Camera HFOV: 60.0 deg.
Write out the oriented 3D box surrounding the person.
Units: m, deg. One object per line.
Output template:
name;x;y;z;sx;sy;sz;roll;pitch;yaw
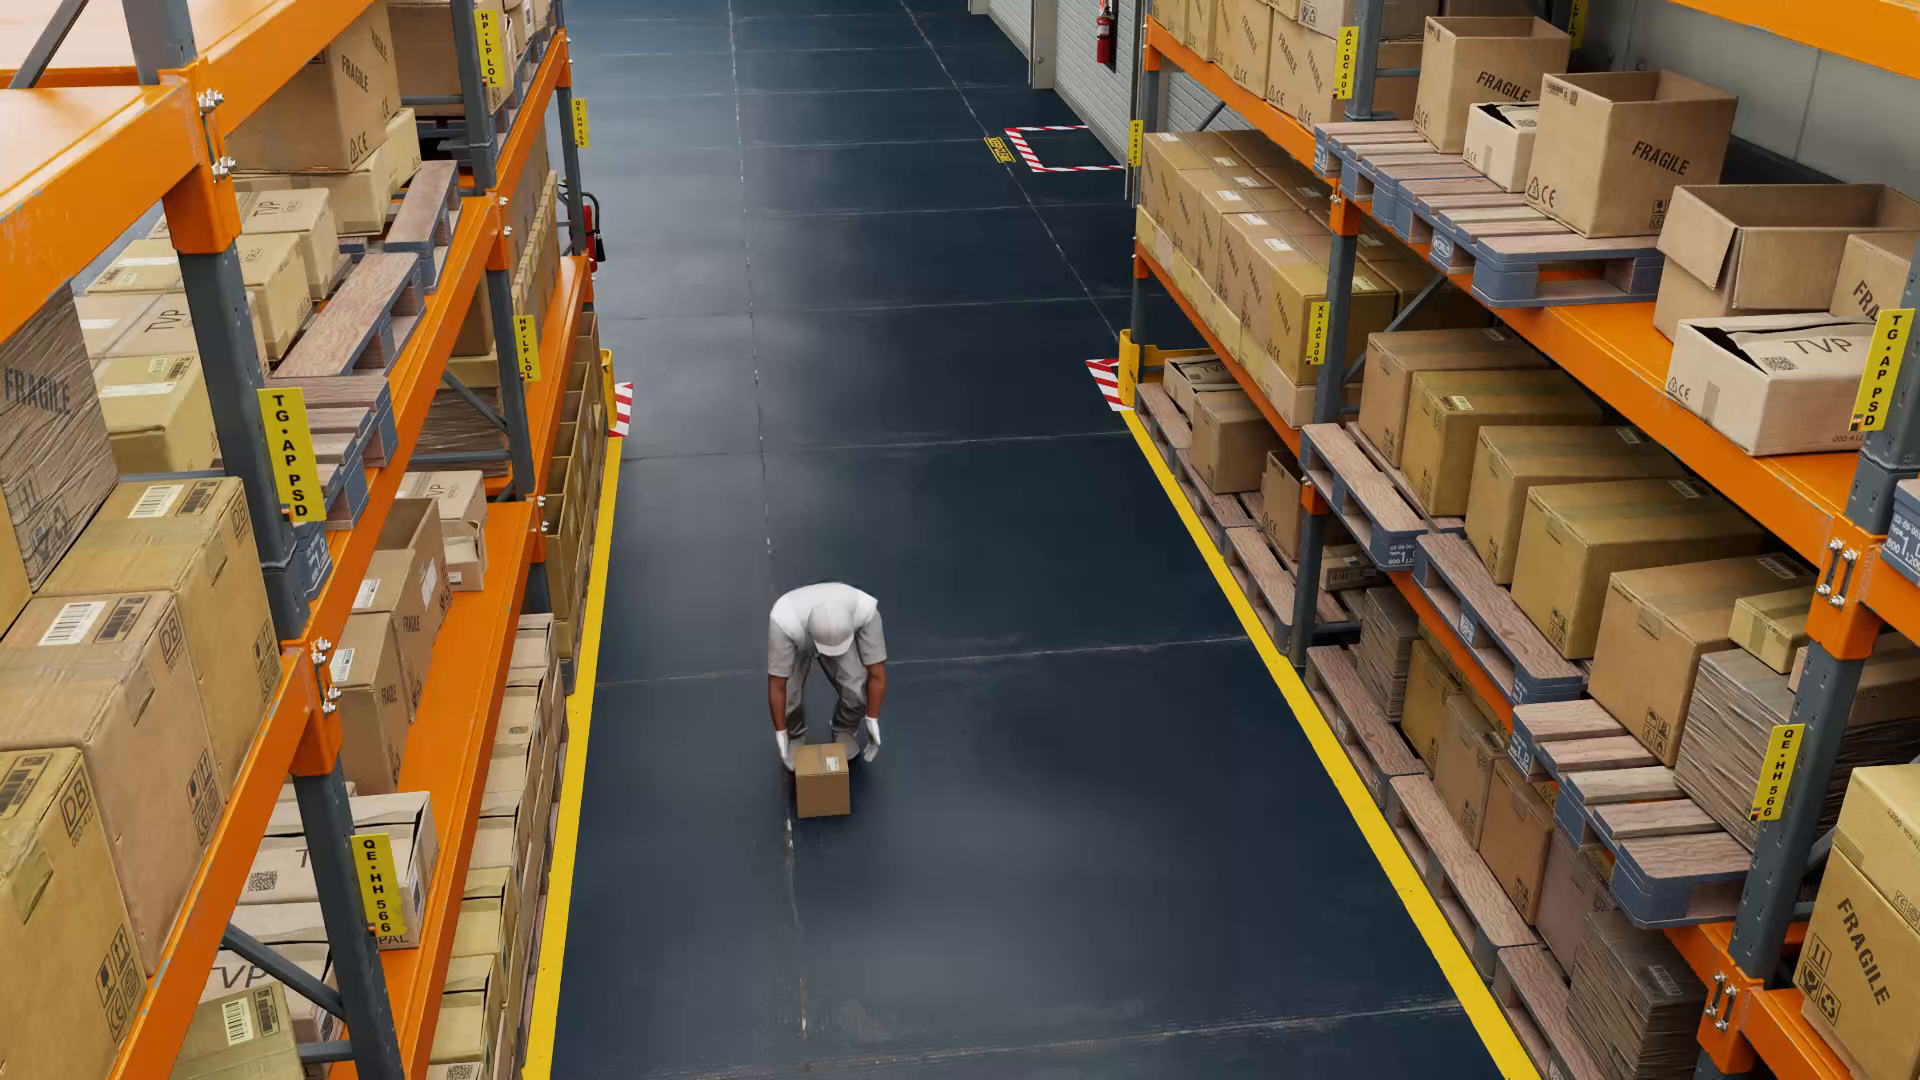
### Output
person;-0.661;0.643;8.157;0.576;1.038;0.892;-4;27;-7
